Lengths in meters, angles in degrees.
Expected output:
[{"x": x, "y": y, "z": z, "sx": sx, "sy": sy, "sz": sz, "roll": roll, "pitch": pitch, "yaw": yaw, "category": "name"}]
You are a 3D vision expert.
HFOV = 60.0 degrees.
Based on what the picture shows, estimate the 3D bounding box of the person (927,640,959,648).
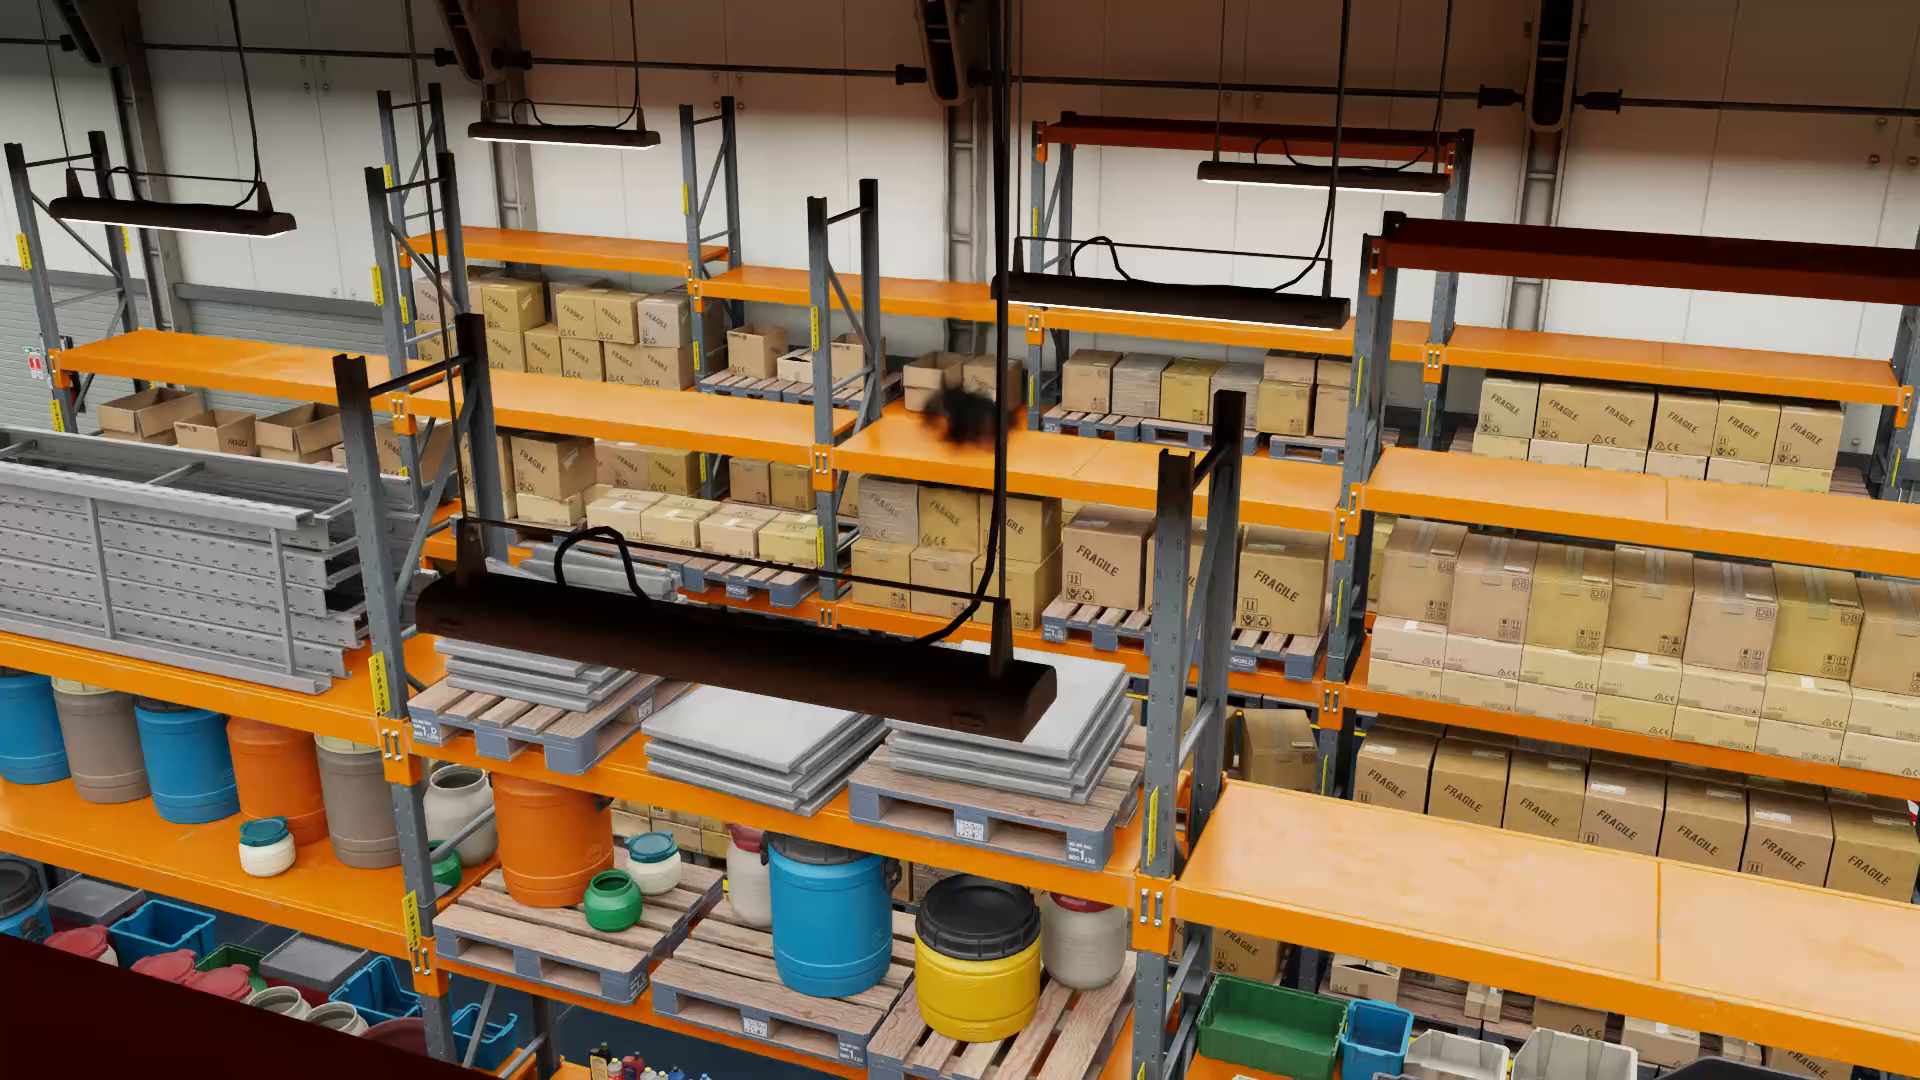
[{"x": -0.197, "y": 1.473, "z": 15.524, "sx": 0.712, "sy": 1.717, "sz": 0.599, "roll": 9, "pitch": 23, "yaw": 23, "category": "person"}]
